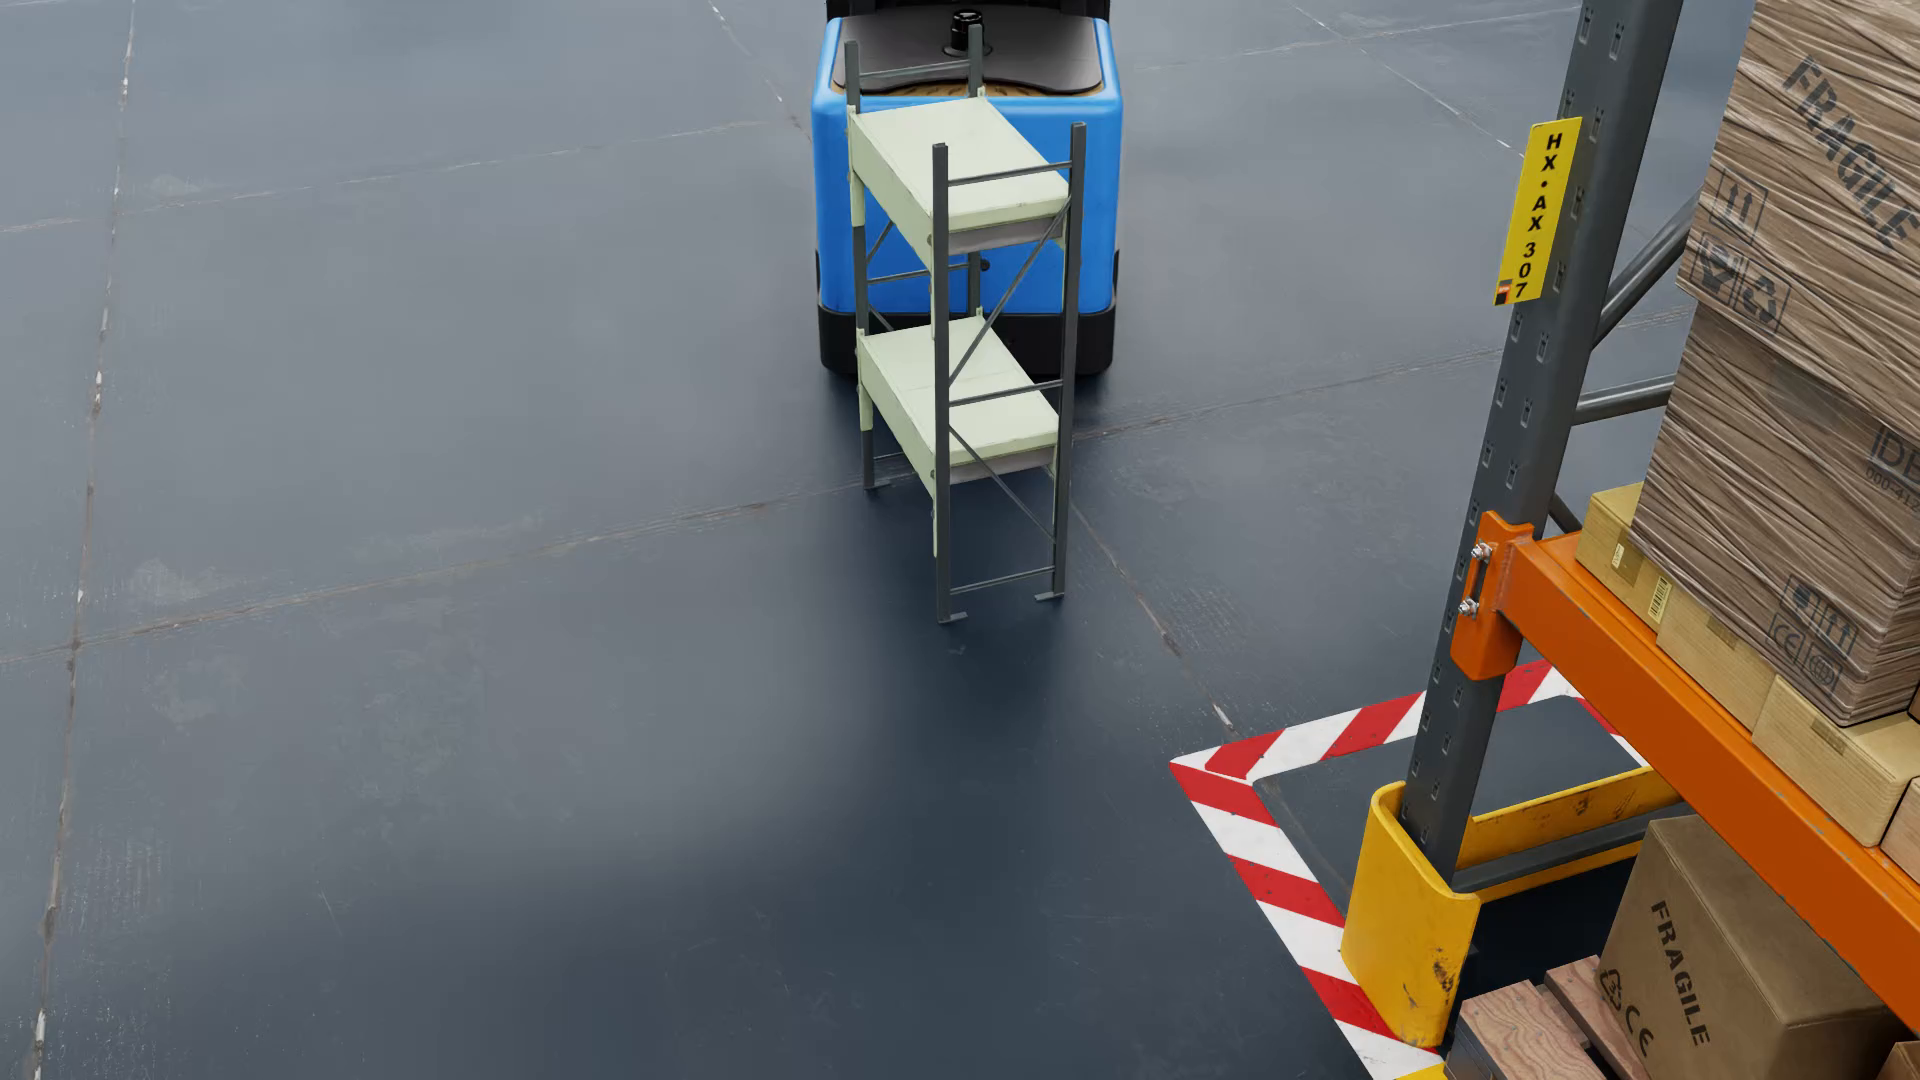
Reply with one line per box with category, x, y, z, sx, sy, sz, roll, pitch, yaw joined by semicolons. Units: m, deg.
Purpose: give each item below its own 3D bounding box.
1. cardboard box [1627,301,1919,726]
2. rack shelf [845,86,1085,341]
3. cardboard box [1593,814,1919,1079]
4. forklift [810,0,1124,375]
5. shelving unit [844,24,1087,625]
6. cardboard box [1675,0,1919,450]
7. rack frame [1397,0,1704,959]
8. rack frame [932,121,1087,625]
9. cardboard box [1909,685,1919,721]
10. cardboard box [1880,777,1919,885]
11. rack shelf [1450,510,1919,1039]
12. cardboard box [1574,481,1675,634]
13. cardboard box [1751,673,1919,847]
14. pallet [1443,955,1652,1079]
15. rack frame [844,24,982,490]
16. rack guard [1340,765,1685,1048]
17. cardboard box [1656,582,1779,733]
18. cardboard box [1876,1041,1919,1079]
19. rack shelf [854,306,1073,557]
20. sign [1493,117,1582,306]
cardboard box;1.630;-0.148;2.624;0.875;0.500;0.500;-12;39;-16
rack shelf;-0.002;-0.915;4.569;0.431;0.370;0.720;-12;39;-16
cardboard box;1.665;0.881;3.316;0.500;0.500;0.500;-6;37;-7
forklift;0.033;-2.613;6.283;1.130;2.935;3.031;0;37;0
shelving unit;-0.002;-0.603;4.804;0.431;1.500;0.755;-12;39;-16
cardboard box;1.400;-0.497;2.255;0.500;0.500;0.500;-12;39;-16
rack frame;1.466;-0.306;3.163;1.000;3.000;0.127;-12;39;-16
rack frame;0.124;-0.396;4.529;0.400;1.500;0.023;-12;39;-16
cardboard box;1.914;0.109;2.282;0.875;0.500;0.500;-12;39;-16
cardboard box;1.586;0.431;2.393;0.380;0.149;0.250;-12;39;-16
rack shelf;2.155;1.111;1.880;1.077;0.370;4.000;-12;39;-16
cardboard box;1.341;0.005;2.960;0.380;0.149;0.250;-12;39;-16
cardboard box;1.481;0.294;2.575;0.380;0.149;0.250;-12;39;-16
pallet;1.739;1.317;3.326;1.003;0.211;1.213;-12;39;-16
rack frame;-0.128;-0.810;5.078;0.400;1.500;0.023;-12;39;-16
rack guard;1.492;0.735;3.858;1.175;0.500;0.348;-12;39;-16
cardboard box;1.409;0.150;2.767;0.380;0.149;0.250;-12;39;-16
cardboard box;1.903;1.211;2.877;0.500;0.500;0.500;-3;37;-4
rack shelf;-0.002;-0.342;5.000;0.431;0.370;0.720;-12;39;-16
sign;0.957;-0.539;2.754;0.100;0.325;0.005;-12;39;-16
